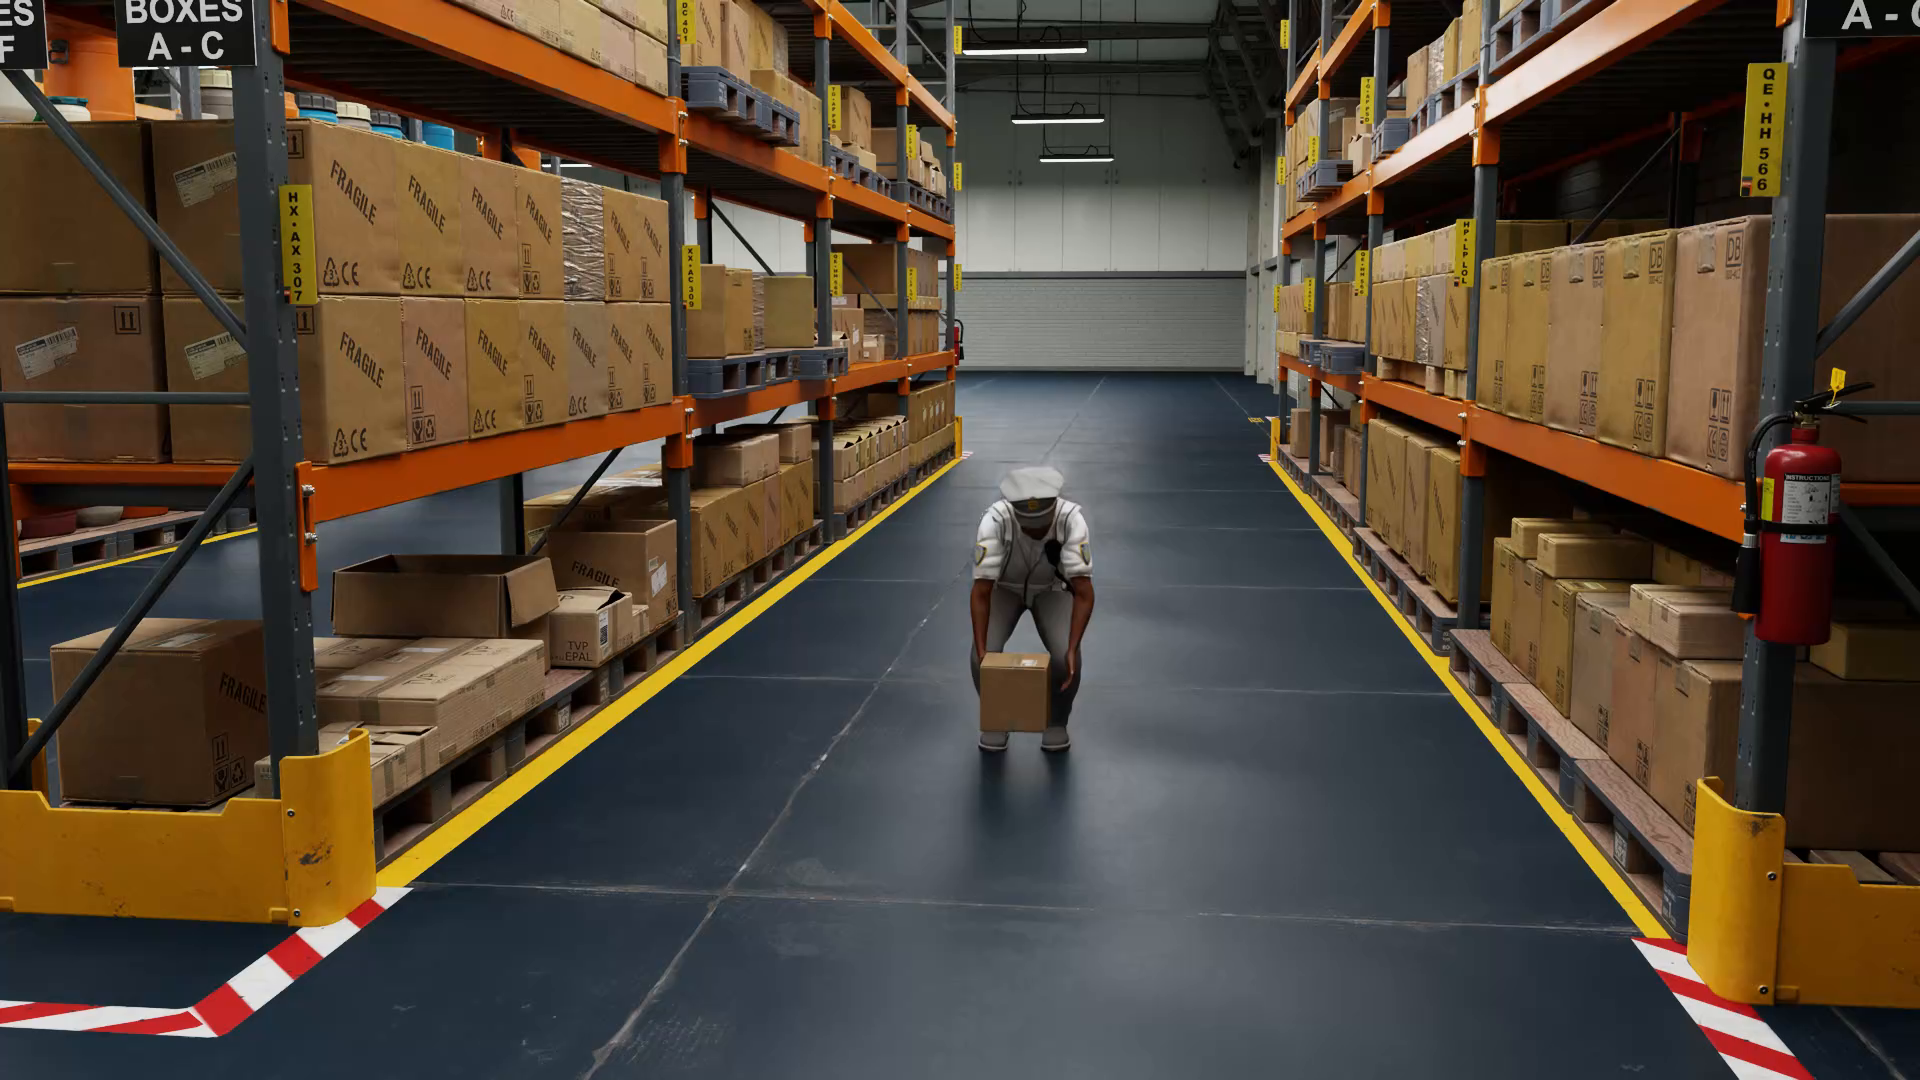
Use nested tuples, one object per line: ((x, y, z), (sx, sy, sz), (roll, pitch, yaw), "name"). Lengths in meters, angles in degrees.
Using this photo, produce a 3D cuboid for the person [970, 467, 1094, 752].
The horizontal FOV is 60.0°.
((0.293, 0.271, 6.659), (0.496, 1.170, 0.805), (1, 8, 6), "person")
